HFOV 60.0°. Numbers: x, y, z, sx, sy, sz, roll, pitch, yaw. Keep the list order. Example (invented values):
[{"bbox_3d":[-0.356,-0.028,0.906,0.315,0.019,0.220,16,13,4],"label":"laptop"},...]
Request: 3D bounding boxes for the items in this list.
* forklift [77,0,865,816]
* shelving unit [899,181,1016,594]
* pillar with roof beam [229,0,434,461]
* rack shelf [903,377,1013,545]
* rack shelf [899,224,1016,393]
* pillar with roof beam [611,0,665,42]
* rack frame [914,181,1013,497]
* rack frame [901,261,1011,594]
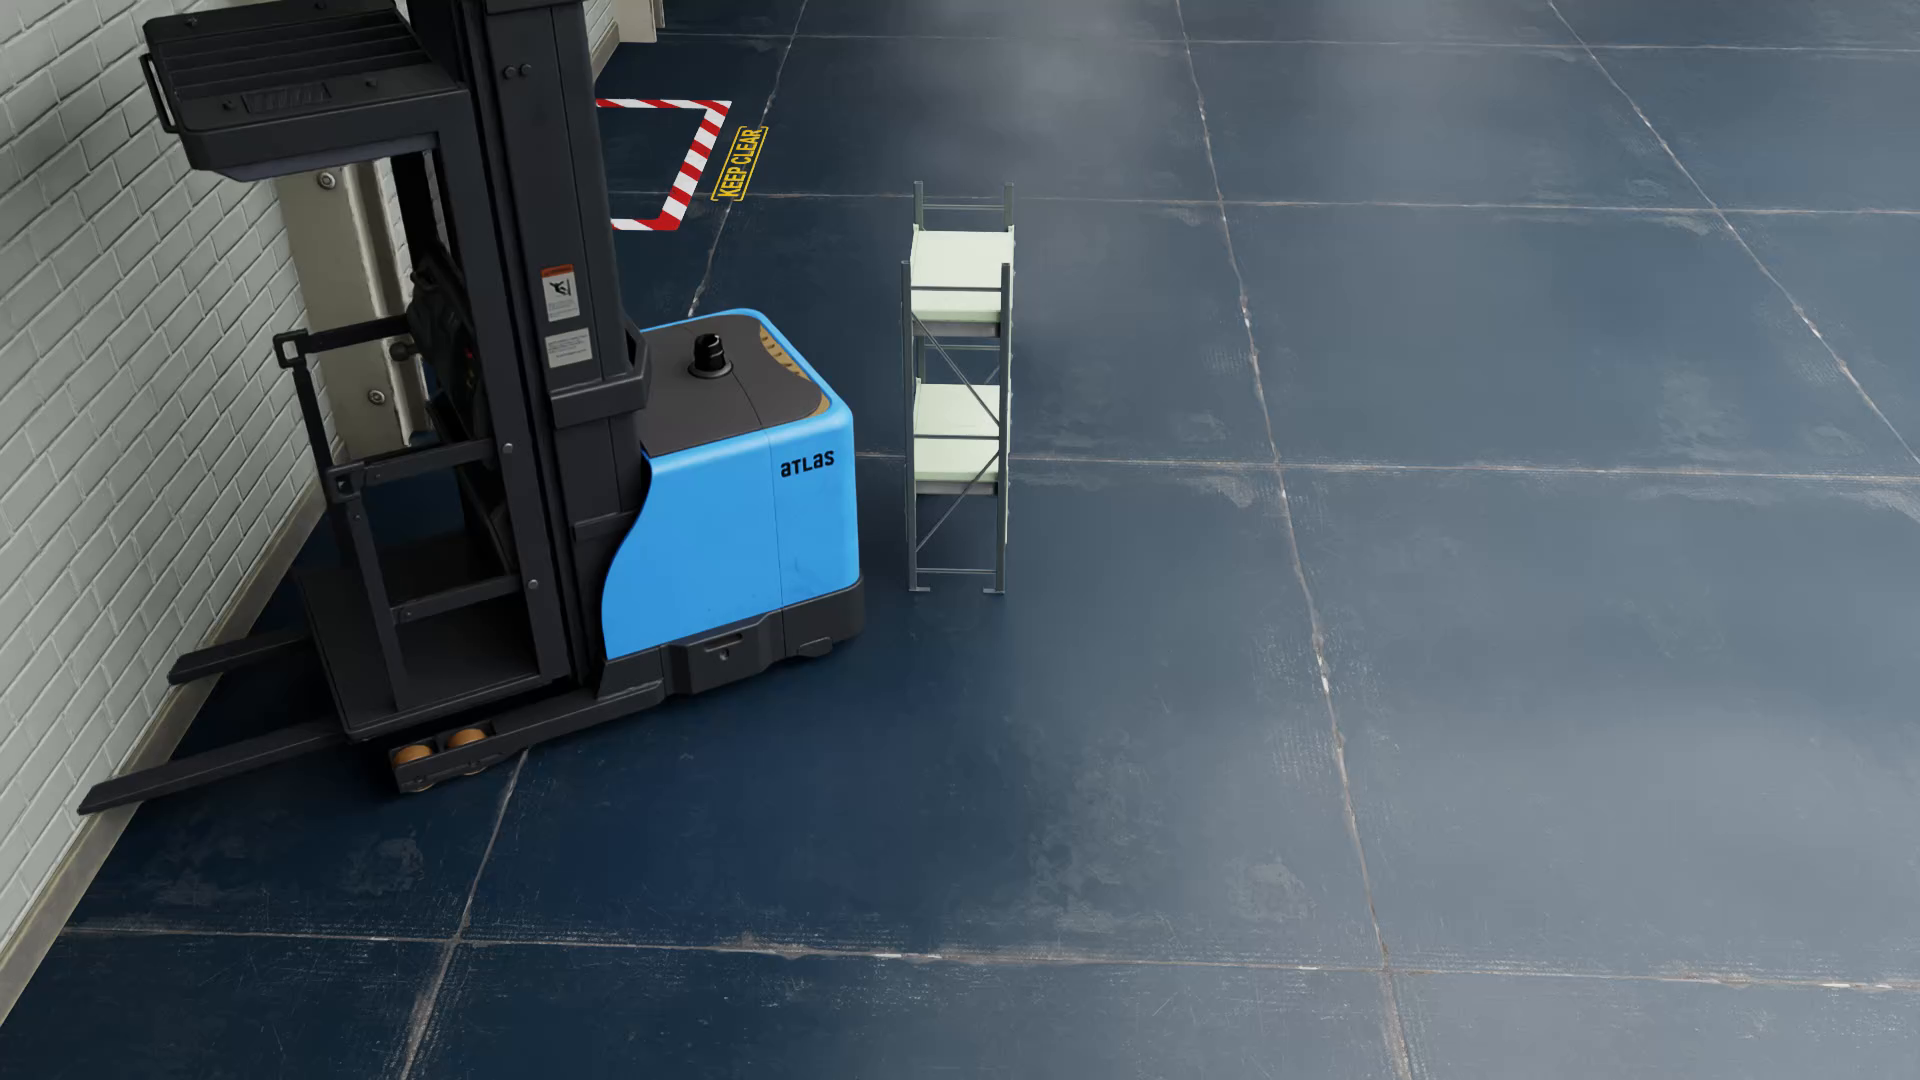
[{"bbox_3d":[-1.927,-0.644,5.617,3.031,2.935,1.130,-17,38,-22],"label":"forklift"},{"bbox_3d":[0.000,-0.610,6.813,0.431,1.500,0.755,1,35,2],"label":"shelving unit"},{"bbox_3d":[1.601,-4.032,5.161,9.100,9.000,0.400,1,35,2],"label":"pillar with roof beam"},{"bbox_3d":[0.000,-0.343,7.001,0.431,0.370,0.720,1,35,2],"label":"rack shelf"},{"bbox_3d":[0.000,-0.929,6.589,0.431,0.370,0.720,1,35,2],"label":"rack shelf"},{"bbox_3d":[1.842,-7.479,10.066,9.100,9.000,0.400,1,35,2],"label":"pillar with roof beam"},{"bbox_3d":[0.014,-0.820,7.113,0.400,1.500,0.023,1,35,2],"label":"rack frame"},{"bbox_3d":[-0.015,-0.399,6.514,0.400,1.500,0.023,1,35,2],"label":"rack frame"}]
